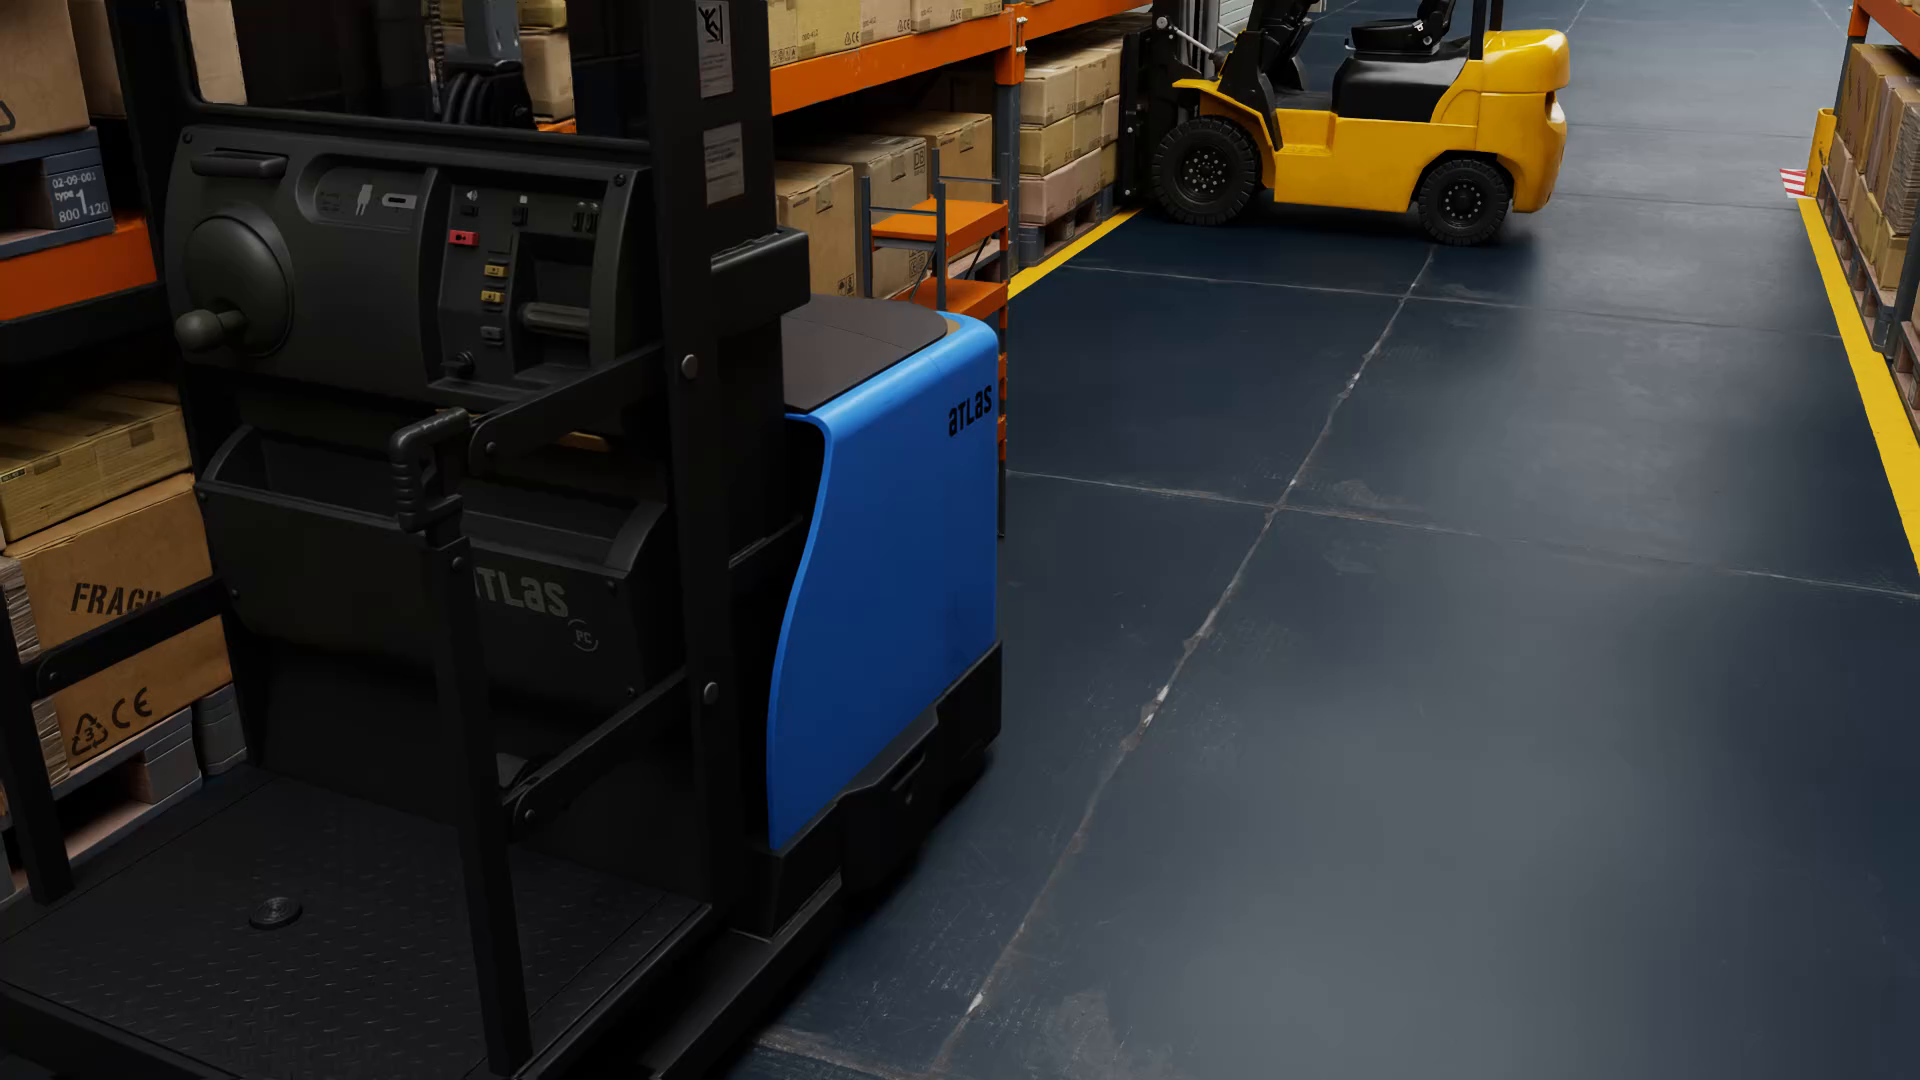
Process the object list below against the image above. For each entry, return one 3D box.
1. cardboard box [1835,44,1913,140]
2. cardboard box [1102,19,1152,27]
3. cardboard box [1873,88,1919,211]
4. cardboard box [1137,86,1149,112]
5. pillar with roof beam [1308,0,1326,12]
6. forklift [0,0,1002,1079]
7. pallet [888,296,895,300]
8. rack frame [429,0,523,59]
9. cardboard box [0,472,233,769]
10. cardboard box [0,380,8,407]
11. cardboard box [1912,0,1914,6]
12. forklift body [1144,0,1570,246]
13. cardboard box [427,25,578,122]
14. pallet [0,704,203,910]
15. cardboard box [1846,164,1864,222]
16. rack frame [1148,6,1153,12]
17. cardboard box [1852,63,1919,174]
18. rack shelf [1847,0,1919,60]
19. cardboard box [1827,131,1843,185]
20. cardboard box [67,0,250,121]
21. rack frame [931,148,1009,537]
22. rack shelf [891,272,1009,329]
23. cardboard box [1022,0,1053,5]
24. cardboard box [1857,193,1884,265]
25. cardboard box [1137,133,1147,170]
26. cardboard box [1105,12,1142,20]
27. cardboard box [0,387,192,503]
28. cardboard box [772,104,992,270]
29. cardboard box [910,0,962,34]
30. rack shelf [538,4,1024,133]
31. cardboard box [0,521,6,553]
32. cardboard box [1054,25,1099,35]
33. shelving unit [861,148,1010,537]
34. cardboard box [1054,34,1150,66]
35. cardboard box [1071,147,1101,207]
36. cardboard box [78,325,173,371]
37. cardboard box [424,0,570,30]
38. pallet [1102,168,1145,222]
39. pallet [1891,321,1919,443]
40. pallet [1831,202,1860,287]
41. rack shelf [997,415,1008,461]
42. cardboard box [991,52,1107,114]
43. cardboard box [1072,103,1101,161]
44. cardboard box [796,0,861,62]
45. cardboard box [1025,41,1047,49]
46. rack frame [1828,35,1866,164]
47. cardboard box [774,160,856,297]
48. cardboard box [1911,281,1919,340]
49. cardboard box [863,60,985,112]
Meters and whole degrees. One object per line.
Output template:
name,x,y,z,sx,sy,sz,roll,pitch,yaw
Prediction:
cardboard box,5.344,-2.538,9.483,0.500,0.500,0.500,8,24,18
cardboard box,1.233,-3.227,10.809,0.500,0.250,0.500,9,24,21
cardboard box,4.580,-1.796,7.708,0.500,0.500,0.500,9,24,21
cardboard box,0.850,-2.626,10.019,0.500,0.250,0.500,9,24,20
pillar with roof beam,8.657,-10.559,18.855,9.100,9.000,0.400,9,24,20
forklift,-0.994,-0.419,2.450,1.130,2.935,3.031,10,25,24
pallet,-0.876,-0.808,6.911,1.003,0.211,1.213,9,24,20
rack frame,-1.673,-1.371,4.640,1.000,3.000,0.127,9,24,20
cardboard box,-2.018,0.136,3.730,0.500,0.500,0.500,10,25,22
cardboard box,-2.485,-0.293,3.916,0.380,0.149,0.250,8,24,18
cardboard box,4.756,-2.587,7.877,0.380,0.149,0.250,8,24,19
forklift body,2.288,-2.902,9.407,2.313,2.155,1.214,9,24,20
cardboard box,-1.281,-1.425,4.965,0.500,0.250,0.500,9,24,20
pallet,-2.440,0.613,3.509,1.003,0.211,1.213,9,24,20
cardboard box,4.964,-1.821,8.741,0.500,0.250,0.500,11,25,24
rack frame,1.298,-4.233,11.493,1.000,3.000,0.127,9,24,20
cardboard box,4.960,-2.171,8.607,0.500,0.500,0.500,9,24,21
rack shelf,5.166,-2.477,8.221,1.077,0.370,4.000,9,24,20
cardboard box,5.352,-2.200,9.648,0.500,0.250,0.500,9,24,20
cardboard box,-1.764,-1.071,3.573,0.500,0.250,0.500,8,24,18
rack frame,0.029,-0.582,5.086,0.240,1.200,0.015,9,24,20
rack shelf,-0.061,-0.639,4.817,0.258,0.148,0.480,9,24,20
cardboard box,0.220,-2.970,8.338,0.500,0.500,0.500,8,24,19
cardboard box,4.581,-1.460,7.876,0.500,0.250,0.500,8,24,19
cardboard box,0.857,-2.402,10.131,0.500,0.250,0.500,10,25,22
cardboard box,0.944,-3.475,11.403,0.500,0.250,0.500,8,24,19
cardboard box,-1.973,-0.219,3.740,0.380,0.149,0.250,10,24,22
cardboard box,-0.371,-1.712,7.992,0.875,0.625,0.625,10,25,22
cardboard box,-0.313,-2.334,7.141,0.500,0.250,0.500,9,24,20
rack shelf,-0.930,-1.754,6.492,1.077,0.370,4.000,9,24,20
cardboard box,-2.140,-0.027,3.279,0.380,0.149,0.250,8,24,18
cardboard box,0.566,-3.118,10.549,0.500,0.250,0.500,9,24,20
shelving unit,-0.061,-0.494,4.877,0.258,1.200,0.503,9,24,20
cardboard box,0.859,-2.865,9.942,0.500,0.250,0.500,8,24,19
cardboard box,0.474,-2.037,9.257,0.500,0.250,0.500,8,24,19
cardboard box,-2.280,-0.477,4.357,0.380,0.149,0.250,10,25,22
cardboard box,-1.258,-1.652,4.860,0.500,0.250,0.500,9,24,20
pallet,0.599,-2.232,10.320,1.003,0.211,1.213,9,24,20
pallet,4.135,-0.527,6.238,1.003,0.211,1.213,9,24,20
pallet,5.091,-1.490,8.542,1.003,0.211,1.213,9,24,20
rack shelf,-0.061,-0.249,4.979,0.258,0.148,0.480,9,24,20
cardboard box,0.483,-2.498,9.064,0.500,0.250,0.500,9,24,20
cardboard box,0.464,-2.267,9.160,0.500,0.250,0.500,9,24,20
cardboard box,-0.711,-1.975,6.282,0.500,0.250,0.500,10,25,22
cardboard box,0.191,-2.755,9.679,0.500,0.250,0.500,9,24,20
rack frame,5.908,-3.524,9.795,1.000,3.000,0.127,9,24,20
cardboard box,-0.943,-1.166,6.685,0.875,0.625,0.625,8,24,18
cardboard box,4.230,-0.886,6.344,0.950,0.372,0.625,9,24,21
cardboard box,-0.184,-2.392,8.811,0.500,0.250,0.500,9,24,21
